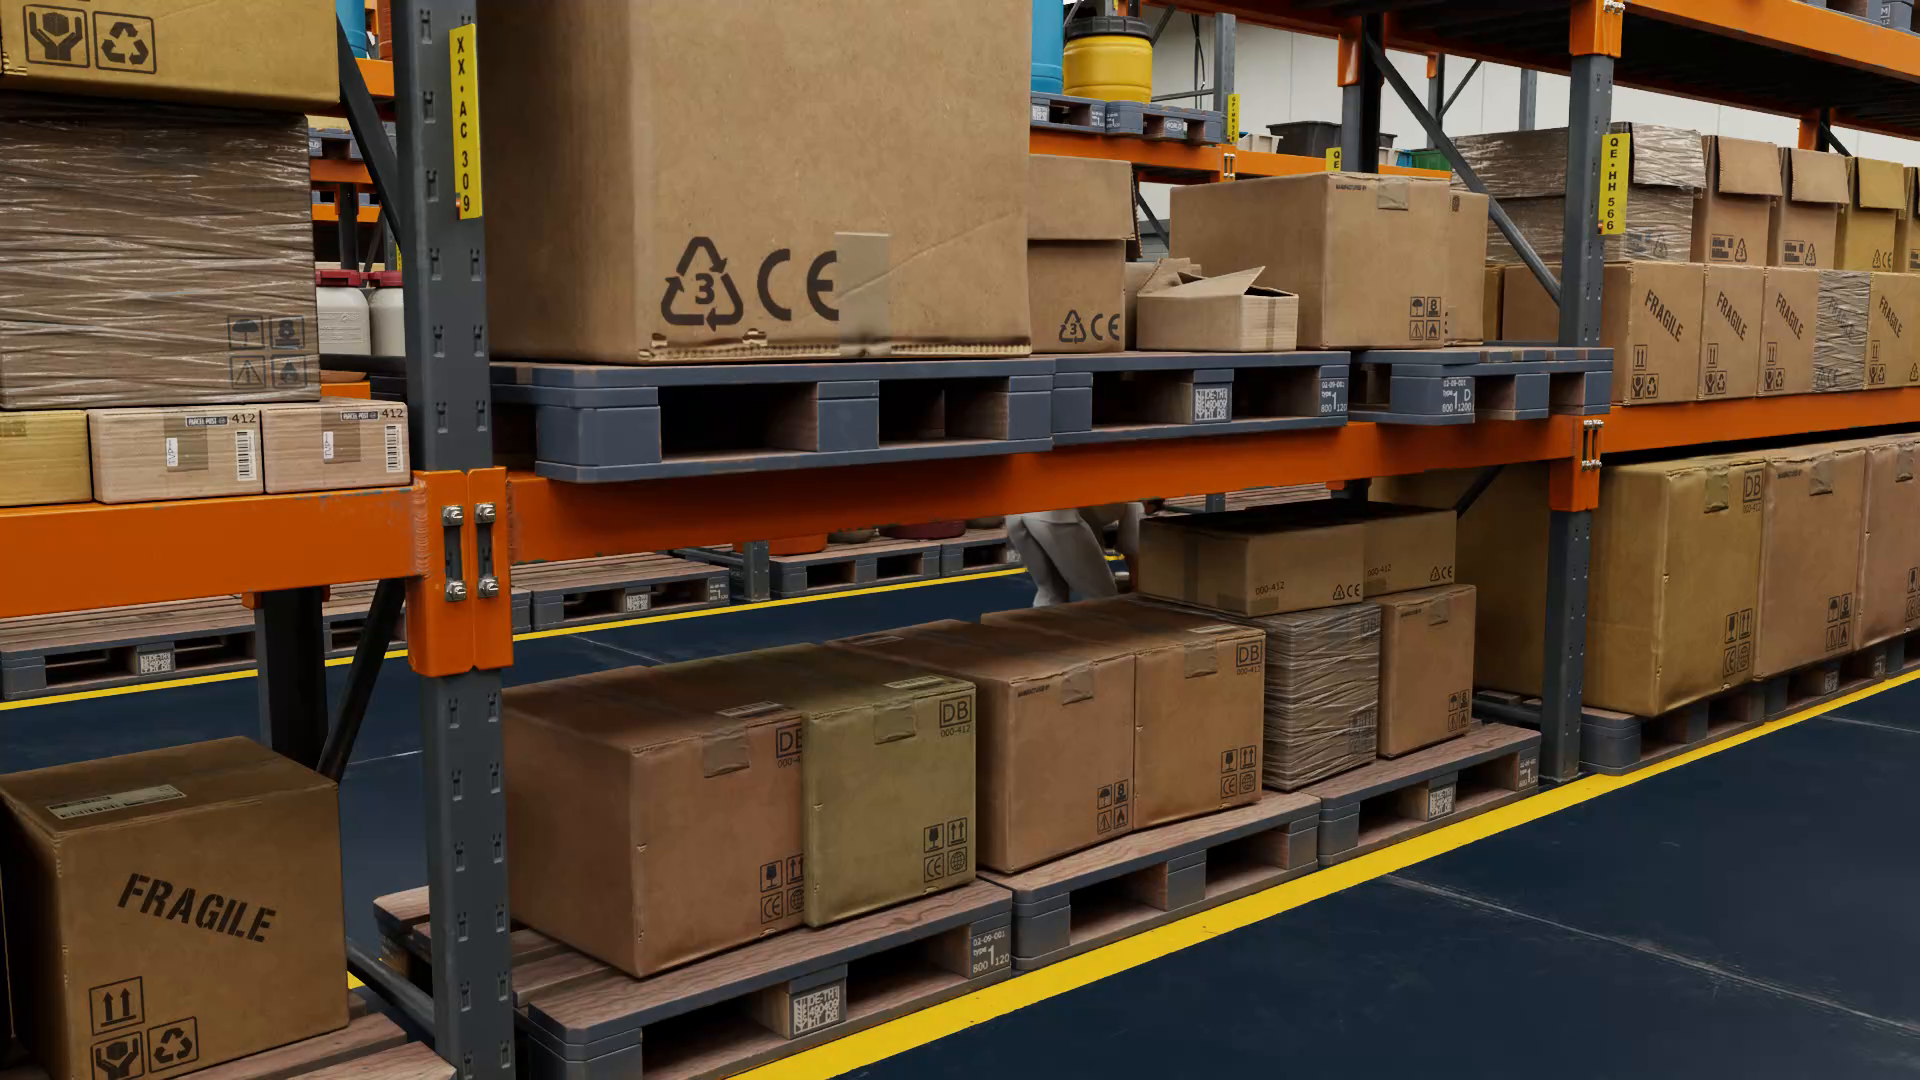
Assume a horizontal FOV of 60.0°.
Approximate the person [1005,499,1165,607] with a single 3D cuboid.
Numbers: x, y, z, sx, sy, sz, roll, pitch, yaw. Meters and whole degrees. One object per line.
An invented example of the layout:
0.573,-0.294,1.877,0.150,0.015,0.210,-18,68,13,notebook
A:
0.558,0.169,7.011,0.872,1.024,0.427,-7,10,-43,person
